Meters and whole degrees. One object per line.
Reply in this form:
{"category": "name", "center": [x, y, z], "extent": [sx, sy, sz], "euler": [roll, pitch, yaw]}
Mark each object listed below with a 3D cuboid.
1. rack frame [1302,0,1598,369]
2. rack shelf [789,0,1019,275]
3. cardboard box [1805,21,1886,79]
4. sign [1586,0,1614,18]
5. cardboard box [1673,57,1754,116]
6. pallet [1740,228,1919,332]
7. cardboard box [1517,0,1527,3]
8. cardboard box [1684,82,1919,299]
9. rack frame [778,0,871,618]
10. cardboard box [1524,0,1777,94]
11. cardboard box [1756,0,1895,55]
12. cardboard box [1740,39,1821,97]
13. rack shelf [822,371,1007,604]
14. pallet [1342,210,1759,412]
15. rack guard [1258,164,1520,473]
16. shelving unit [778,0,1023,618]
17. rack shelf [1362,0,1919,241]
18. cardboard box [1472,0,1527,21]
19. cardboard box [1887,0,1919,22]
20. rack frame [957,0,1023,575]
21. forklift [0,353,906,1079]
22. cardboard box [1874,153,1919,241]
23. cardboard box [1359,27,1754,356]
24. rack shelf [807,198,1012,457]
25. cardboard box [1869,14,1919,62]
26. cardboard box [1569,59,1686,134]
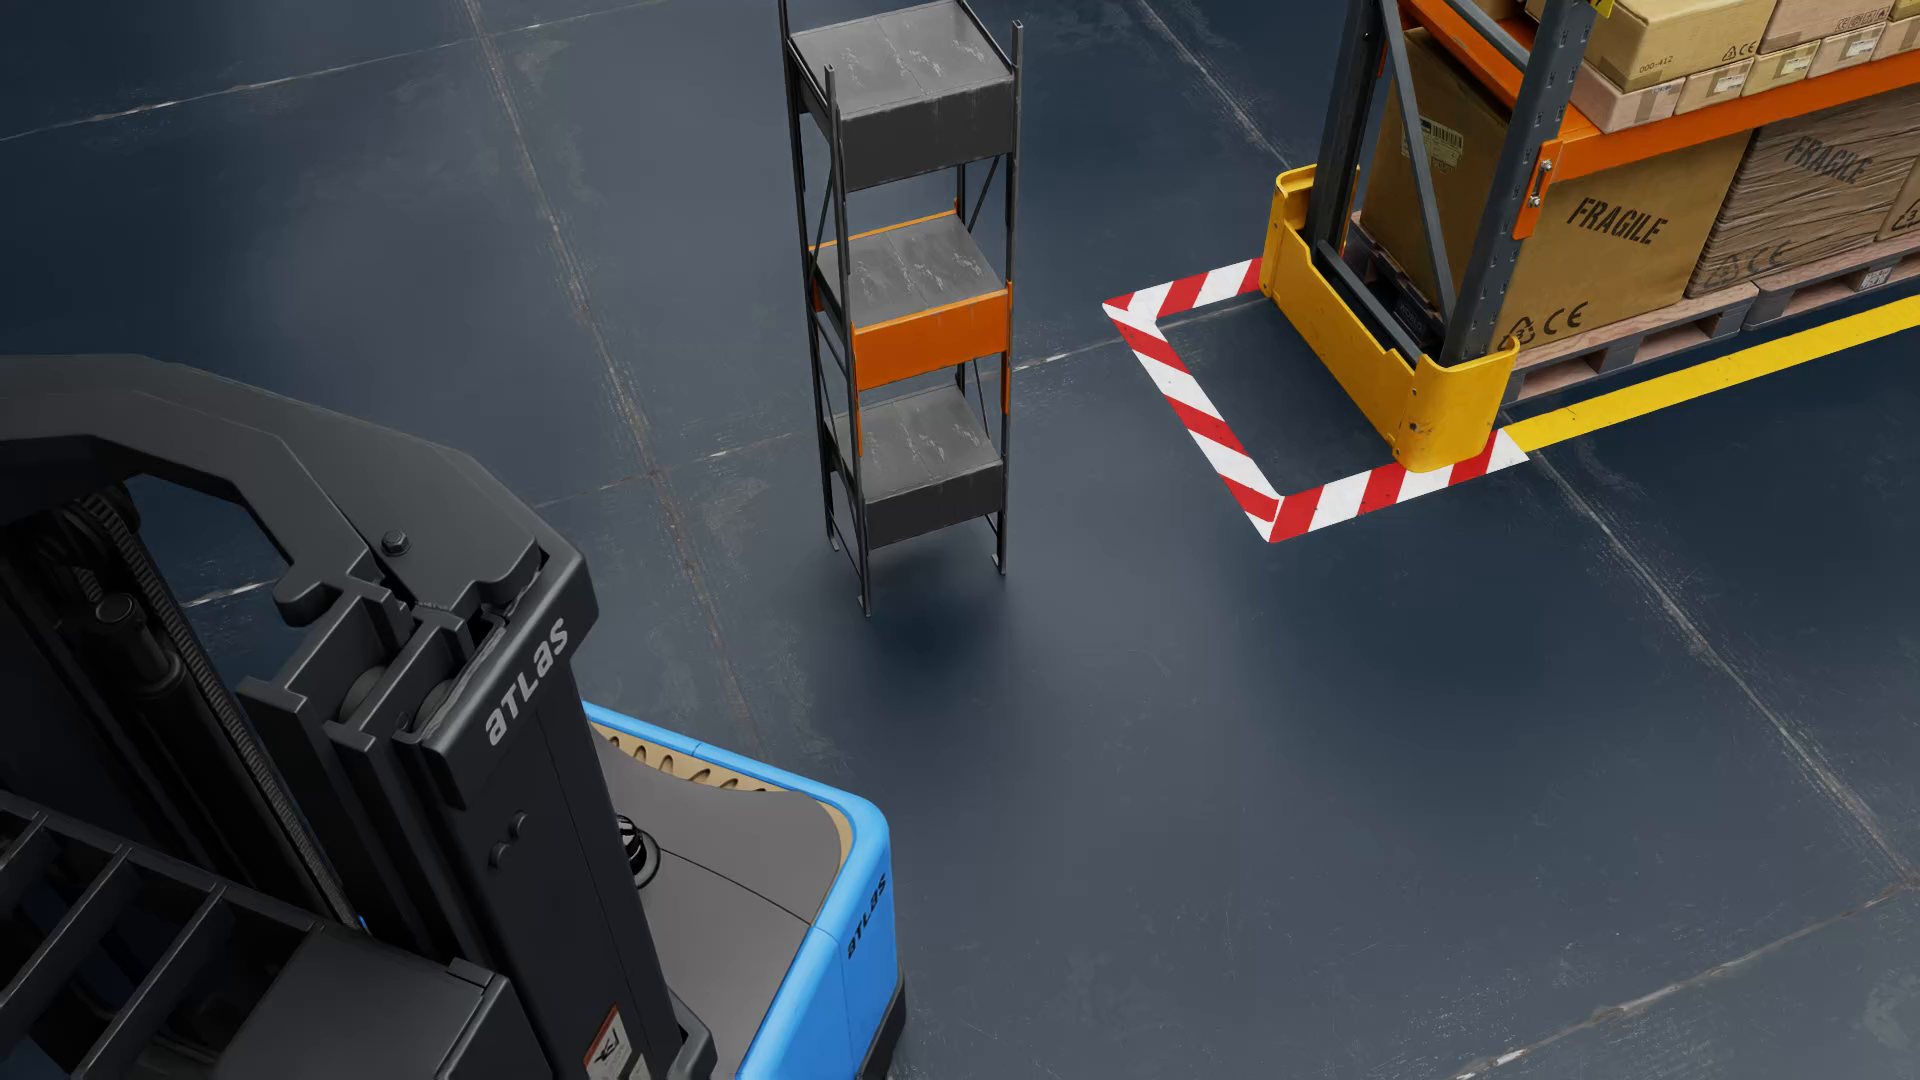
{"category": "rack frame", "center": [1.570, -1.668, 5.205], "extent": [0.127, 3.000, 1.000], "euler": [-17, 52, -14]}
{"category": "rack shelf", "center": [-0.153, -1.084, 4.392], "extent": [0.480, 0.518, 0.431], "euler": [-17, 52, -14]}
{"category": "cardboard box", "center": [2.738, -1.680, 5.381], "extent": [0.250, 0.149, 0.380], "euler": [-18, 52, -15]}
{"category": "sign", "center": [1.774, -1.584, 4.510], "extent": [0.005, 0.325, 0.100], "euler": [-17, 52, -14]}
{"category": "cardboard box", "center": [2.260, -1.530, 5.253], "extent": [0.250, 0.149, 0.380], "euler": [-18, 52, -15]}
{"category": "pallet", "center": [3.408, -1.390, 6.805], "extent": [1.213, 0.211, 1.003], "euler": [-17, 52, -14]}
{"category": "cardboard box", "center": [1.918, -2.041, 5.428], "extent": [0.500, 0.250, 0.500], "euler": [-18, 52, -15]}
{"category": "cardboard box", "center": [2.975, -1.613, 6.282], "extent": [0.875, 0.875, 0.875], "euler": [-17, 52, -14]}
{"category": "rack frame", "center": [-0.379, -0.567, 4.853], "extent": [0.015, 2.100, 0.400], "euler": [-17, 52, -14]}
{"category": "cardboard box", "center": [2.116, -1.664, 5.104], "extent": [0.500, 0.250, 0.500], "euler": [-18, 52, -15]}
{"category": "cardboard box", "center": [2.595, -1.817, 5.236], "extent": [0.500, 0.250, 0.500], "euler": [-18, 52, -15]}
{"category": "cardboard box", "center": [2.497, -1.604, 5.316], "extent": [0.250, 0.149, 0.380], "euler": [-18, 52, -15]}
{"category": "rack shelf", "center": [-0.153, -0.172, 5.454], "extent": [0.480, 0.518, 0.431], "euler": [-17, 52, -14]}
{"category": "pallet", "center": [2.281, -1.043, 6.507], "extent": [1.213, 0.211, 1.003], "euler": [-17, 52, -14]}
{"category": "rack guard", "center": [1.548, -0.846, 6.147], "extent": [0.348, 0.500, 1.175], "euler": [-17, 52, -14]}
{"category": "shelving unit", "center": [-0.153, -0.637, 4.913], "extent": [0.503, 2.100, 0.431], "euler": [-17, 52, -14]}
{"category": "rack shelf", "center": [3.421, -2.007, 5.971], "extent": [4.000, 0.370, 1.077], "euler": [-17, 52, -14]}
{"category": "cardboard box", "center": [1.775, -1.919, 5.587], "extent": [0.250, 0.149, 0.380], "euler": [-16, 51, -14]}
{"category": "cardboard box", "center": [3.062, -1.959, 5.358], "extent": [0.500, 0.250, 0.500], "euler": [-19, 52, -15]}
{"category": "rack frame", "center": [0.073, -0.707, 4.973], "extent": [0.015, 2.100, 0.400], "euler": [-17, 52, -14]}
{"category": "forklift", "center": [-1.162, 1.264, 2.733], "extent": [1.130, 2.935, 3.031], "euler": [17, 51, 14]}
{"category": "cardboard box", "center": [3.799, -1.868, 6.501], "extent": [0.875, 0.875, 0.875], "euler": [-17, 52, -14]}
{"category": "cardboard box", "center": [2.132, -1.352, 6.058], "extent": [0.875, 0.875, 0.875], "euler": [-17, 52, -14]}
{"category": "rack shelf", "center": [-0.153, -0.628, 4.923], "extent": [0.480, 0.518, 0.431], "euler": [-17, 52, -14]}
{"category": "cardboard box", "center": [2.974, -1.752, 5.443], "extent": [0.250, 0.149, 0.380], "euler": [-18, 52, -15]}
{"category": "cardboard box", "center": [2.023, -1.456, 5.189], "extent": [0.250, 0.149, 0.380], "euler": [-17, 51, -14]}
